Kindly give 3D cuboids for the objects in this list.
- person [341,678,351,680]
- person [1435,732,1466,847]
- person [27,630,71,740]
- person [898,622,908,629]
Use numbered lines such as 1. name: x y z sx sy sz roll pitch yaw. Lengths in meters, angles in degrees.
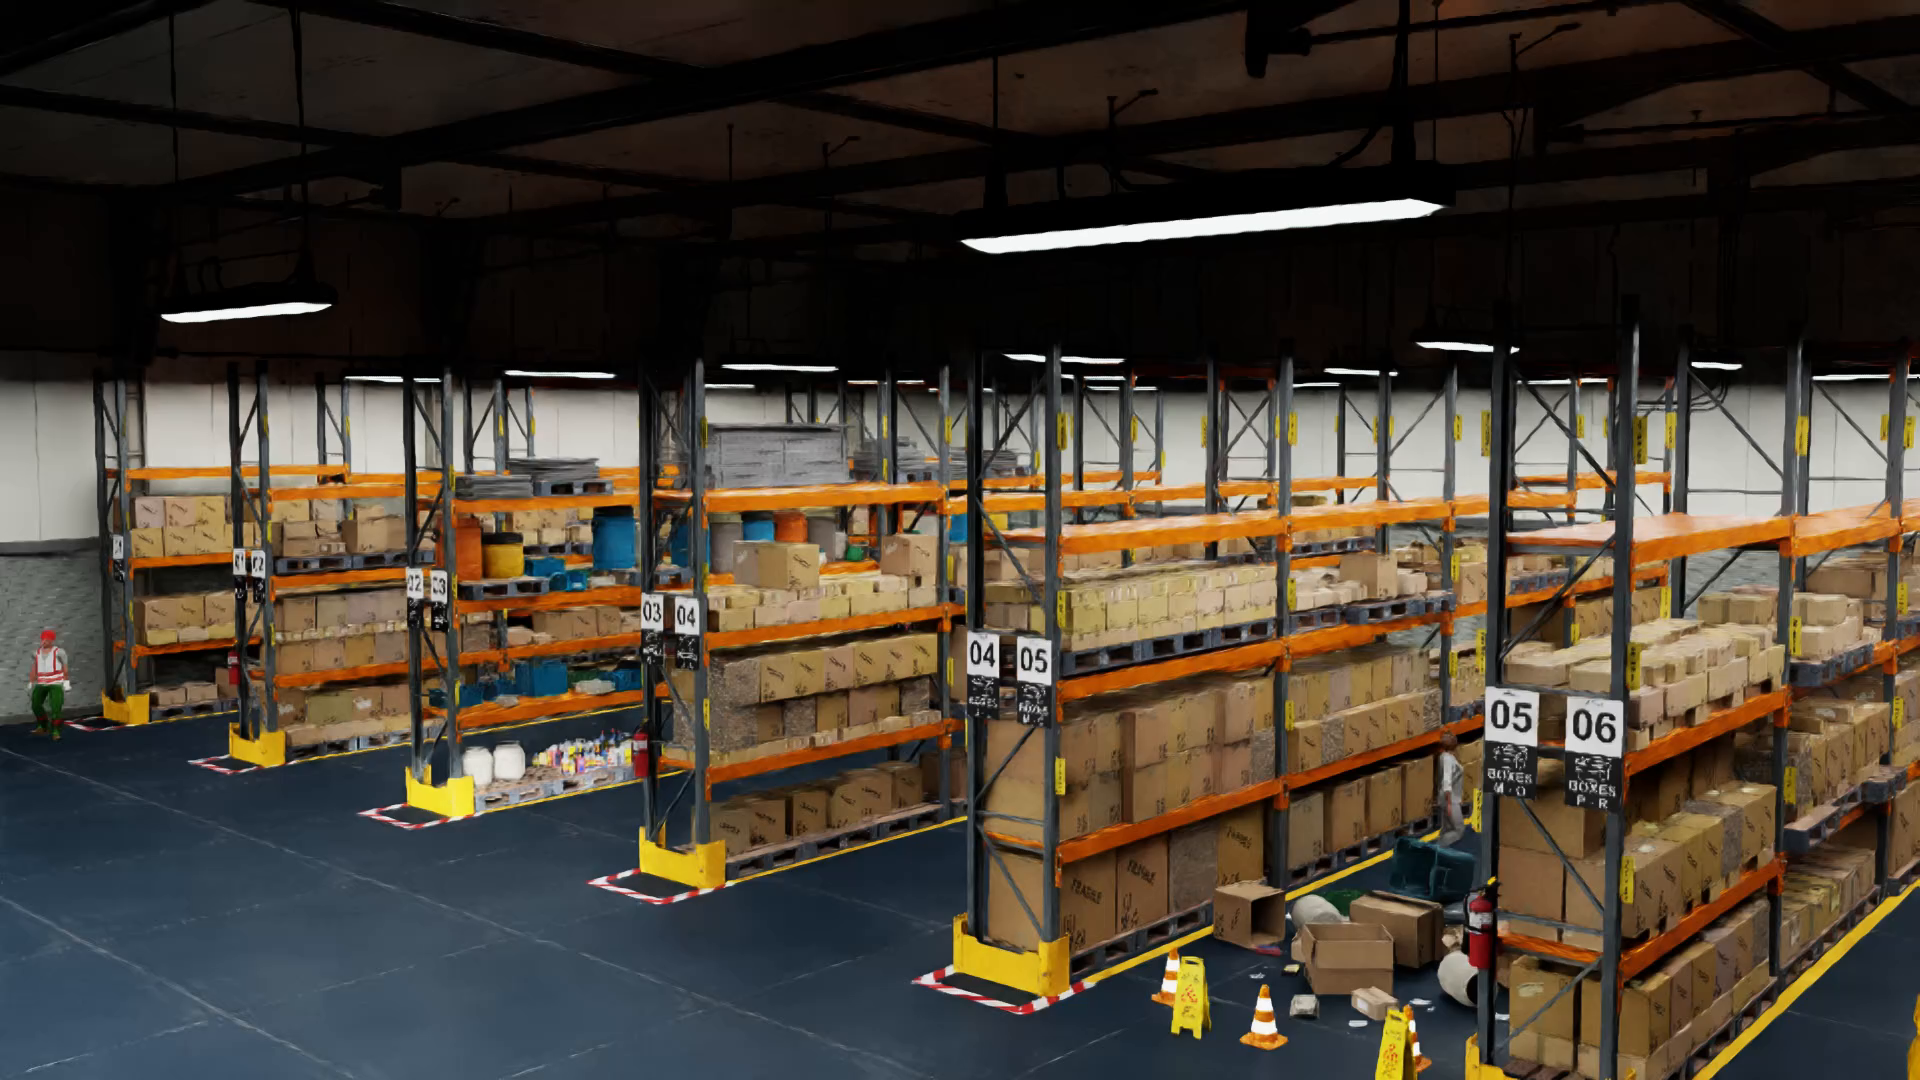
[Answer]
1. person: -10.346 2.304 28.035 0.598 1.614 0.506 3 5 39
2. person: 5.535 2.980 18.873 0.380 1.594 0.459 1 4 10
3. person: -14.705 2.313 26.741 0.731 1.780 0.517 0 4 0
4. person: -1.239 1.895 33.574 0.580 1.618 0.507 3 5 39
